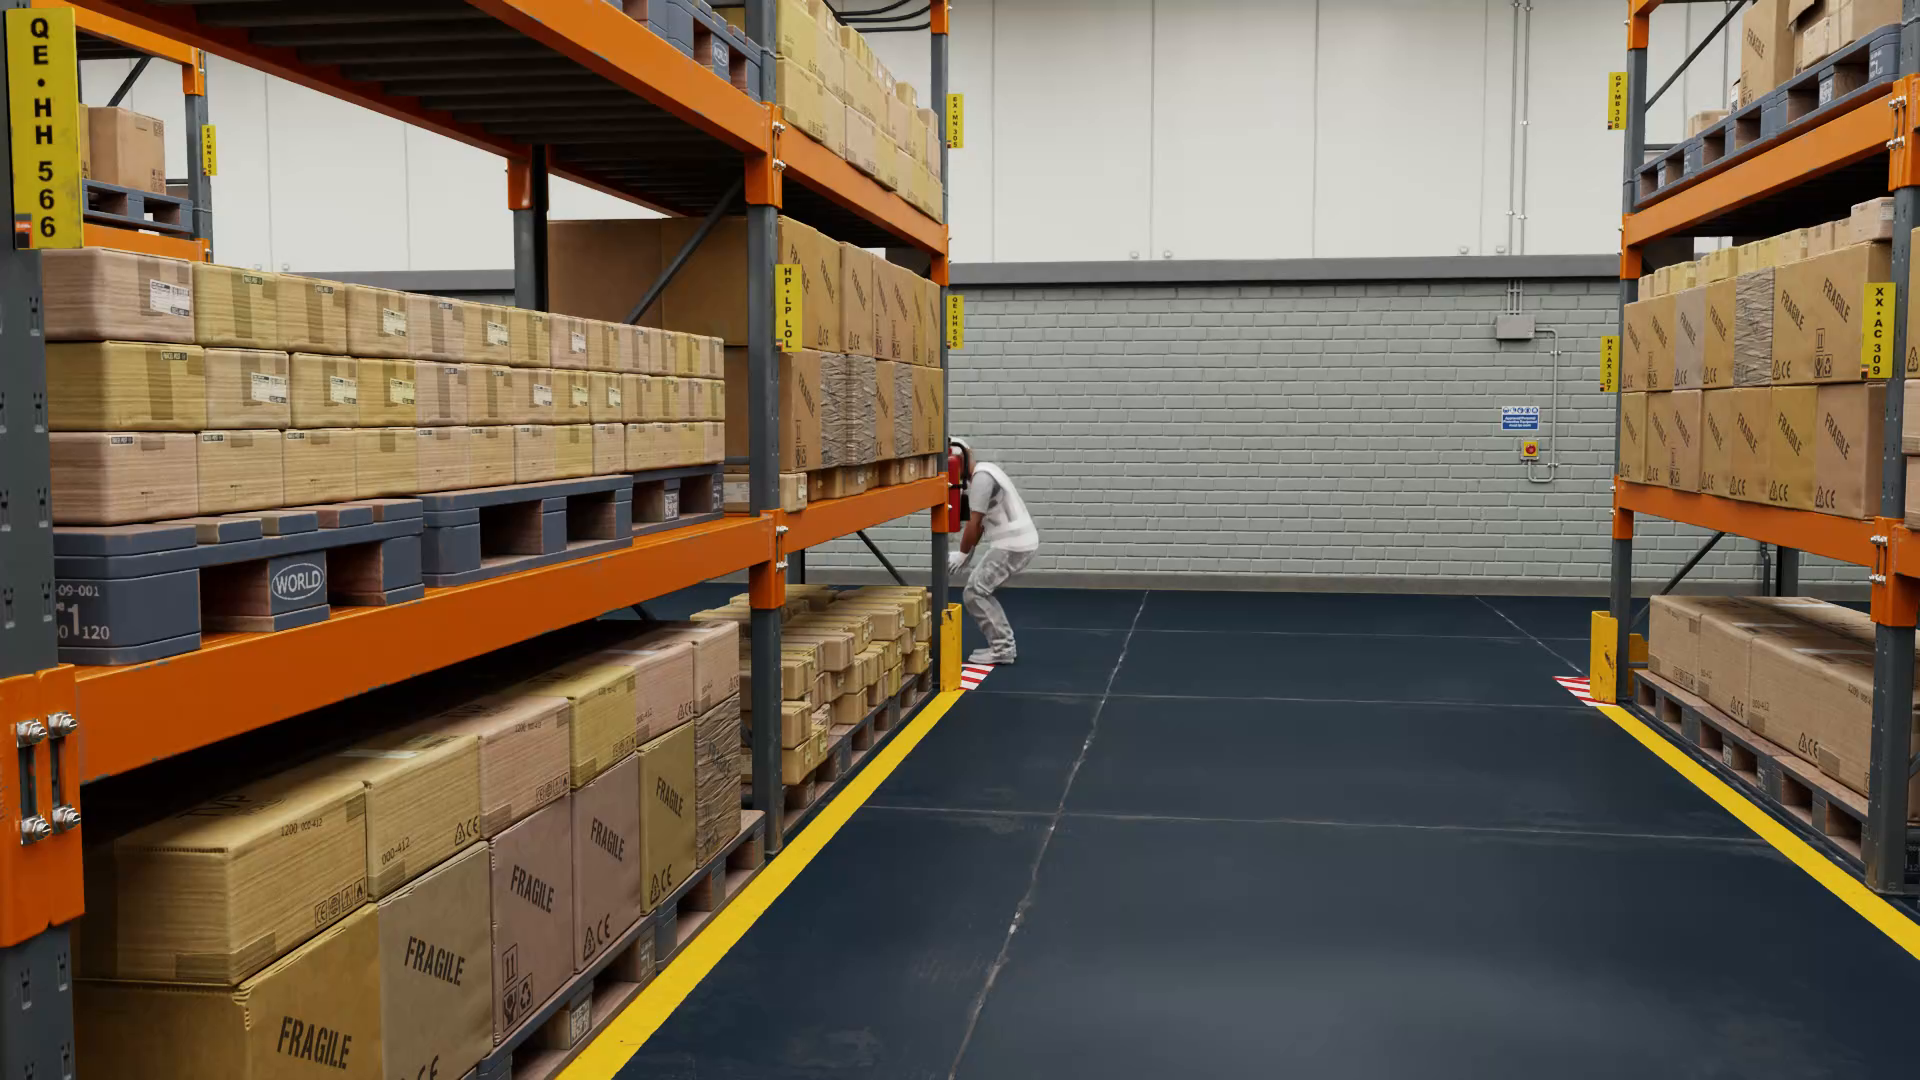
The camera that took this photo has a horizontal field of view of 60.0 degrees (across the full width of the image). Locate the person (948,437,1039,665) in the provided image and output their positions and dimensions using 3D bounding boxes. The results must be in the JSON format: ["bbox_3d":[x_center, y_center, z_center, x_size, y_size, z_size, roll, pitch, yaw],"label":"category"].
[{"bbox_3d":[0.184,0.068,11.248,0.696,1.526,0.608,1,4,7],"label":"person"}]
